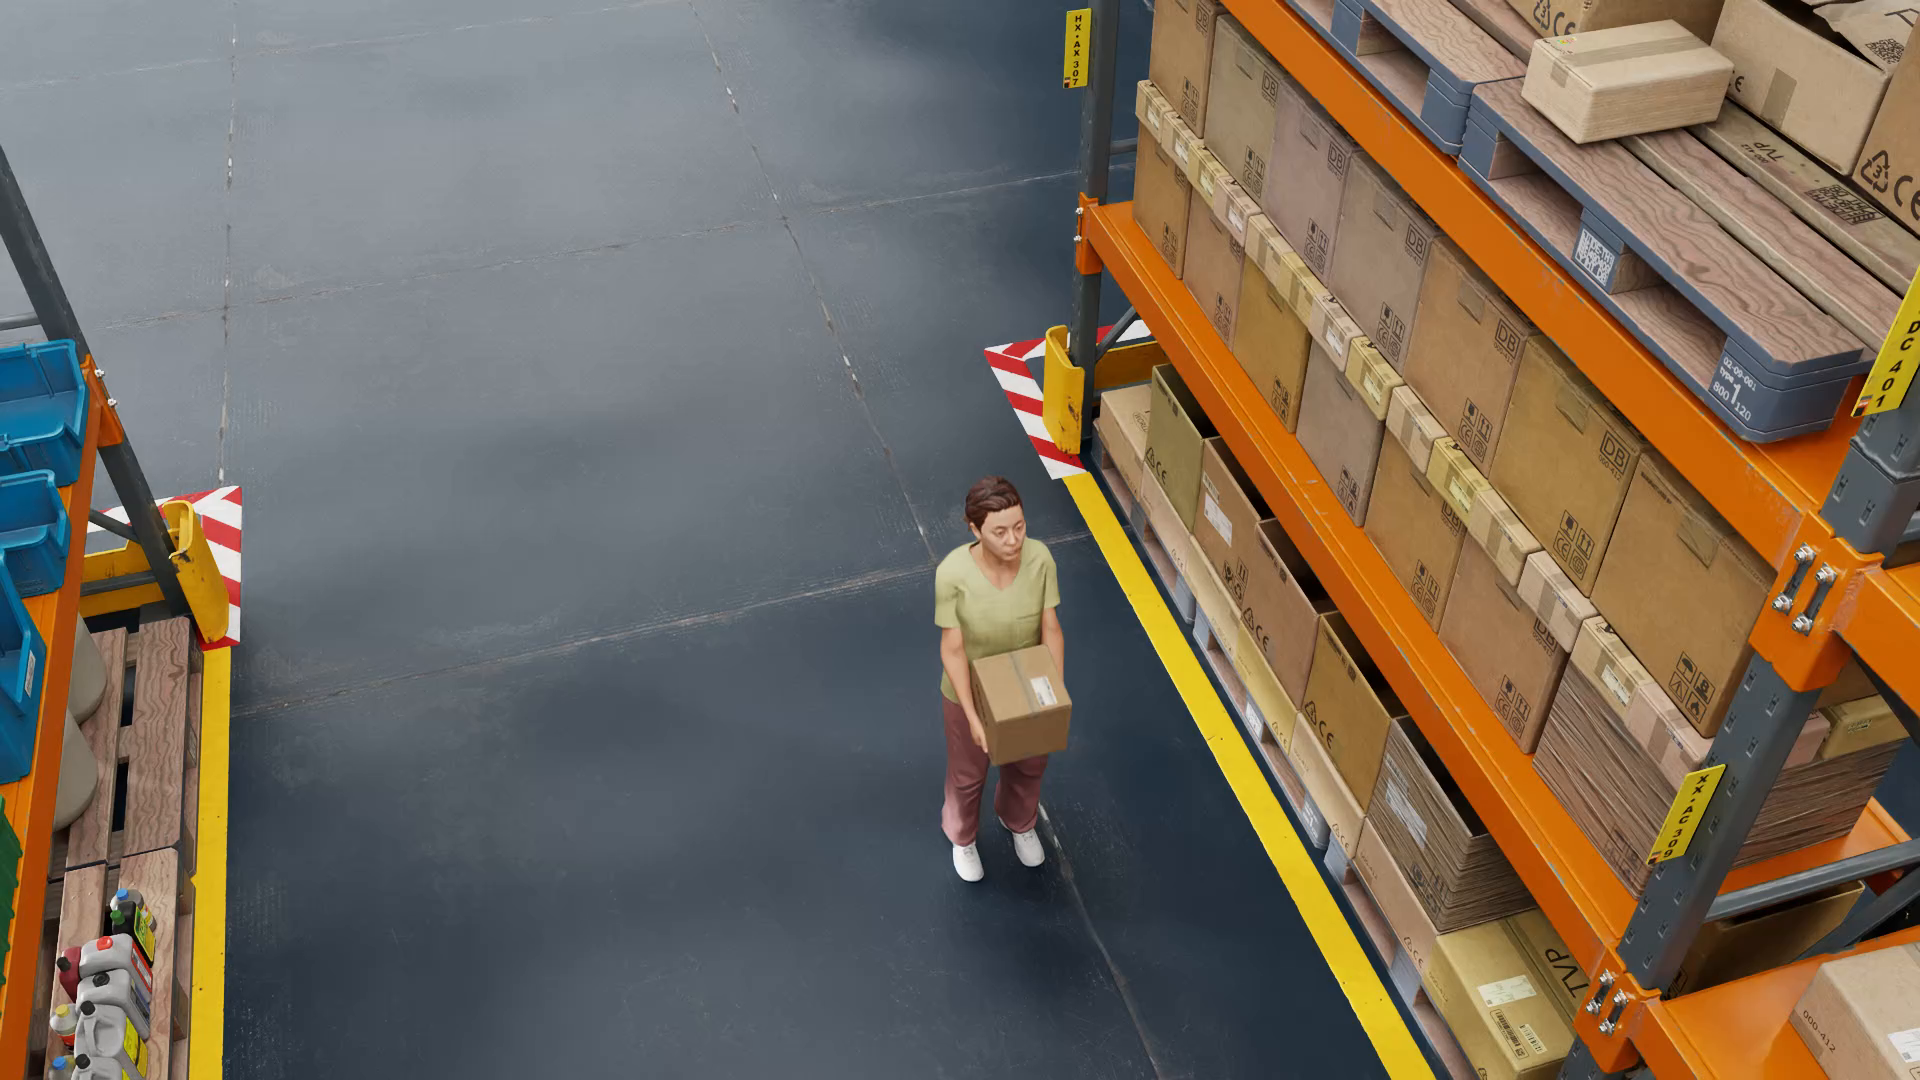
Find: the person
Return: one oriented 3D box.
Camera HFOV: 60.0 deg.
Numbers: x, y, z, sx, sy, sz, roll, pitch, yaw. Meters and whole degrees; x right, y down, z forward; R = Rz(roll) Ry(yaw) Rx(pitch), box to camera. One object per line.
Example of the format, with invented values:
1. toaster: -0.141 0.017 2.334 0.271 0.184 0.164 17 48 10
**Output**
1. person: 0.141 0.516 5.595 0.439 1.674 0.537 -12 44 -13
